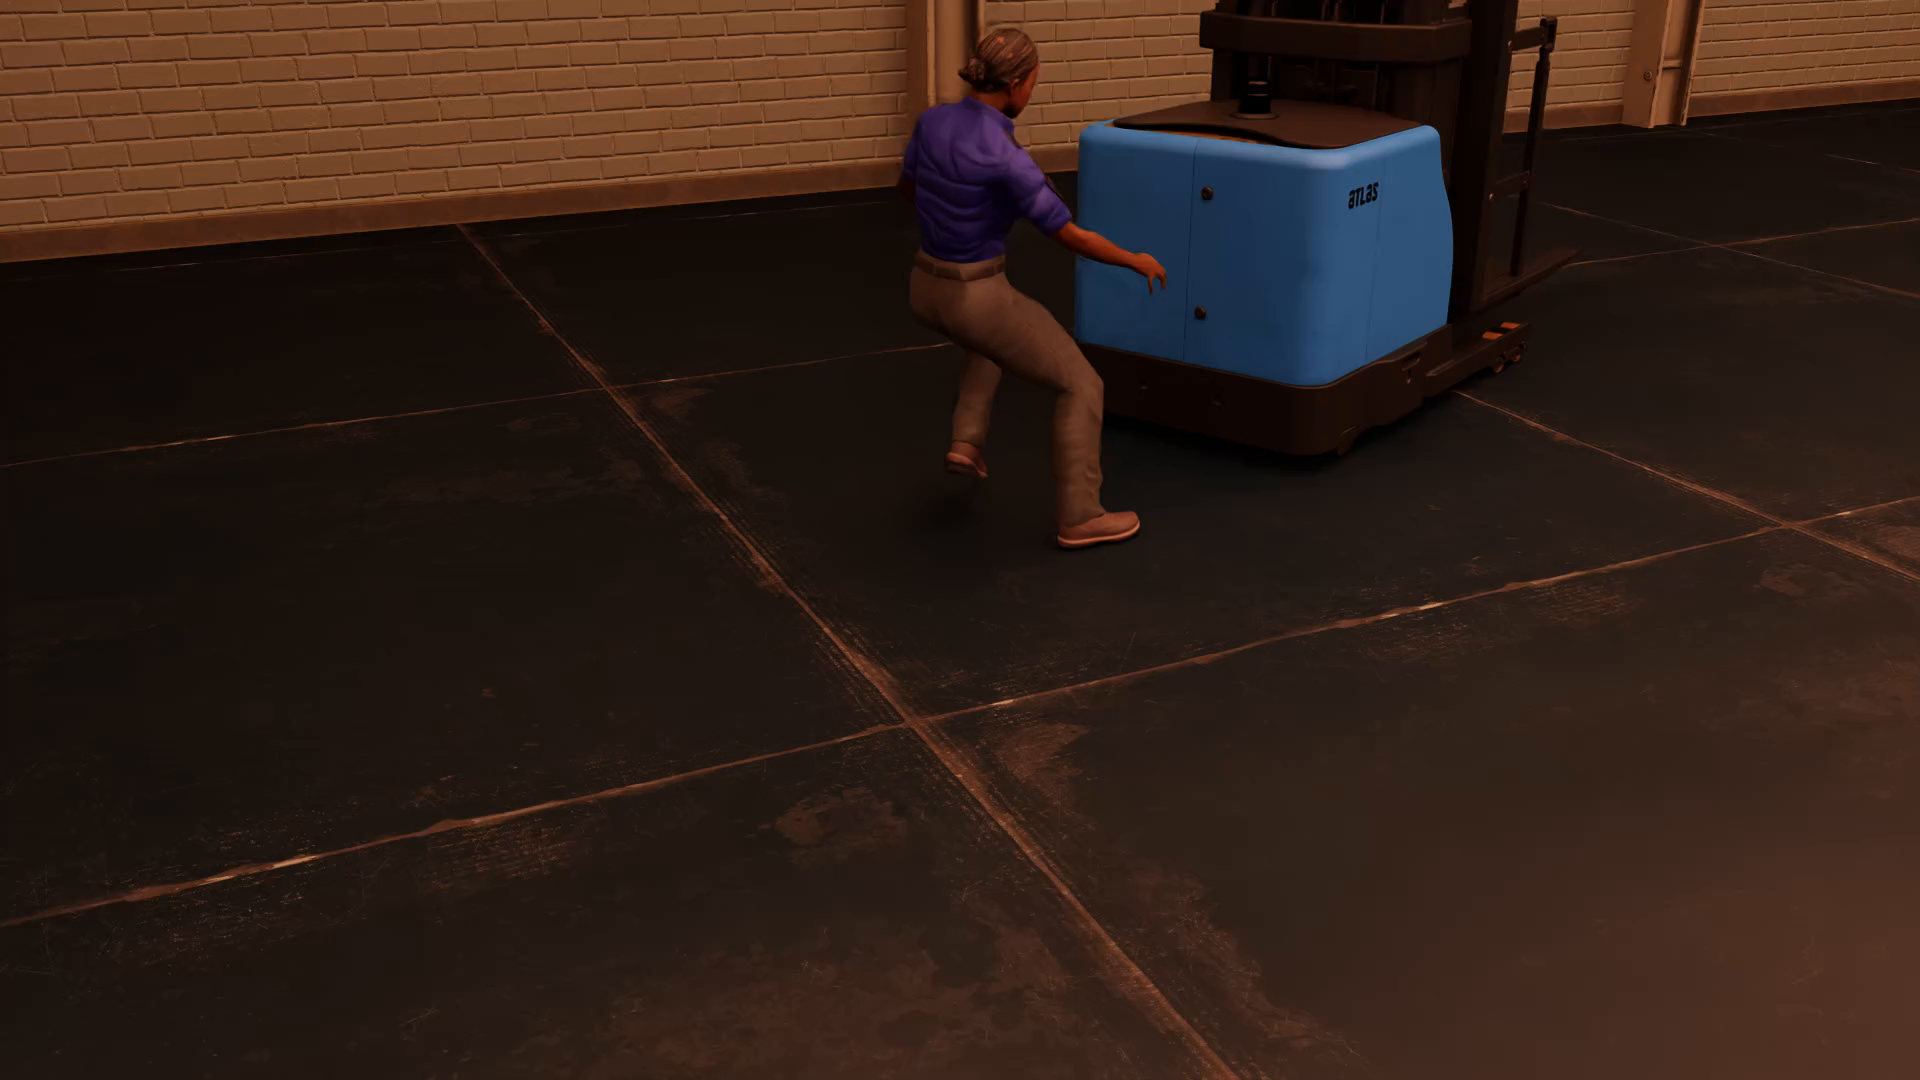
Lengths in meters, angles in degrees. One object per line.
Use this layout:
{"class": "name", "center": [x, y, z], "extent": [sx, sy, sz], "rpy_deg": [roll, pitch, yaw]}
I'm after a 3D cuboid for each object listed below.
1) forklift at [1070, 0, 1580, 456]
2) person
{"class": "forklift", "center": [1.707, -2.134, 6.423], "extent": [1.130, 2.935, 3.031], "rpy_deg": [17, 28, 35]}
{"class": "person", "center": [0.194, -0.785, 5.040], "extent": [0.640, 1.494, 0.796], "rpy_deg": [-18, 29, -37]}
